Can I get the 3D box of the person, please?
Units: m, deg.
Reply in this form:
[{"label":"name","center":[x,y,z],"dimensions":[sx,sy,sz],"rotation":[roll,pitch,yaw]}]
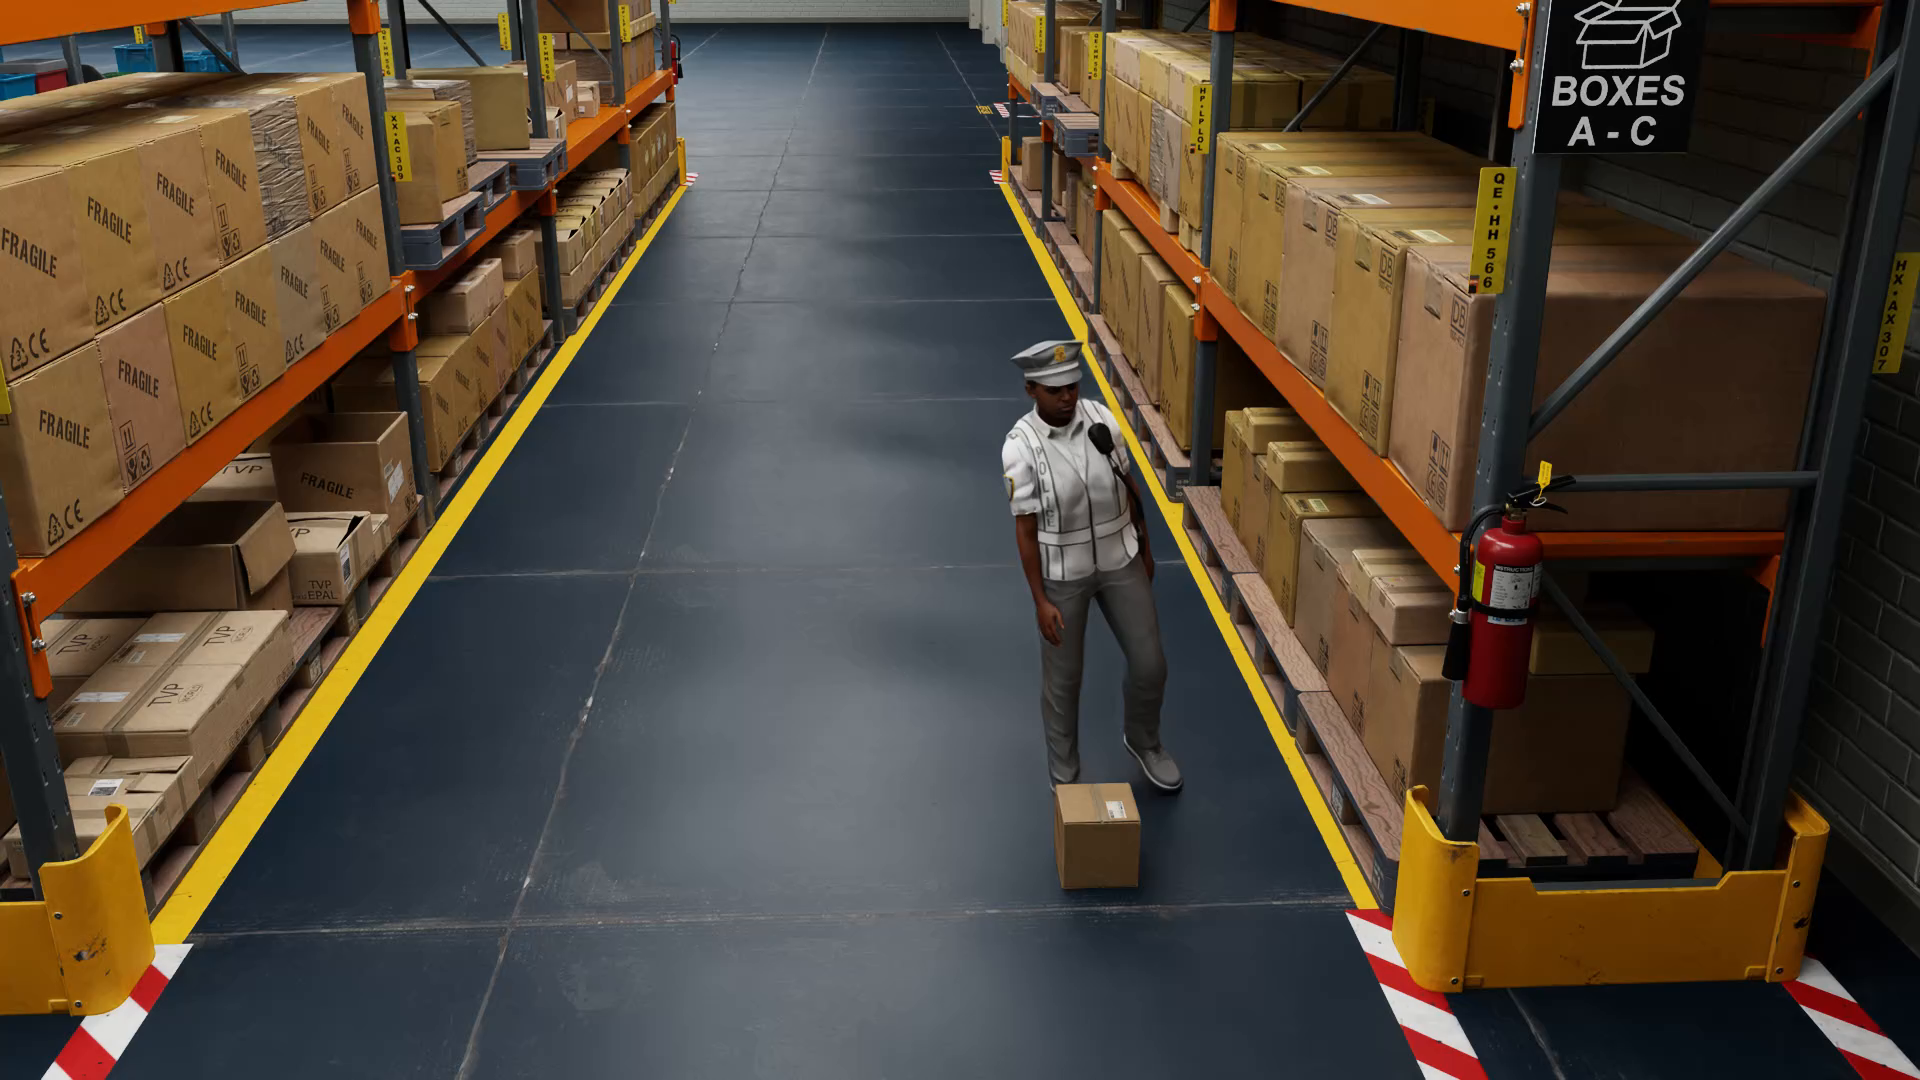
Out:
[{"label":"person","center":[0.475,0.124,5.674],"dimensions":[0.665,1.680,0.408],"rotation":[-4,21,-11]}]
